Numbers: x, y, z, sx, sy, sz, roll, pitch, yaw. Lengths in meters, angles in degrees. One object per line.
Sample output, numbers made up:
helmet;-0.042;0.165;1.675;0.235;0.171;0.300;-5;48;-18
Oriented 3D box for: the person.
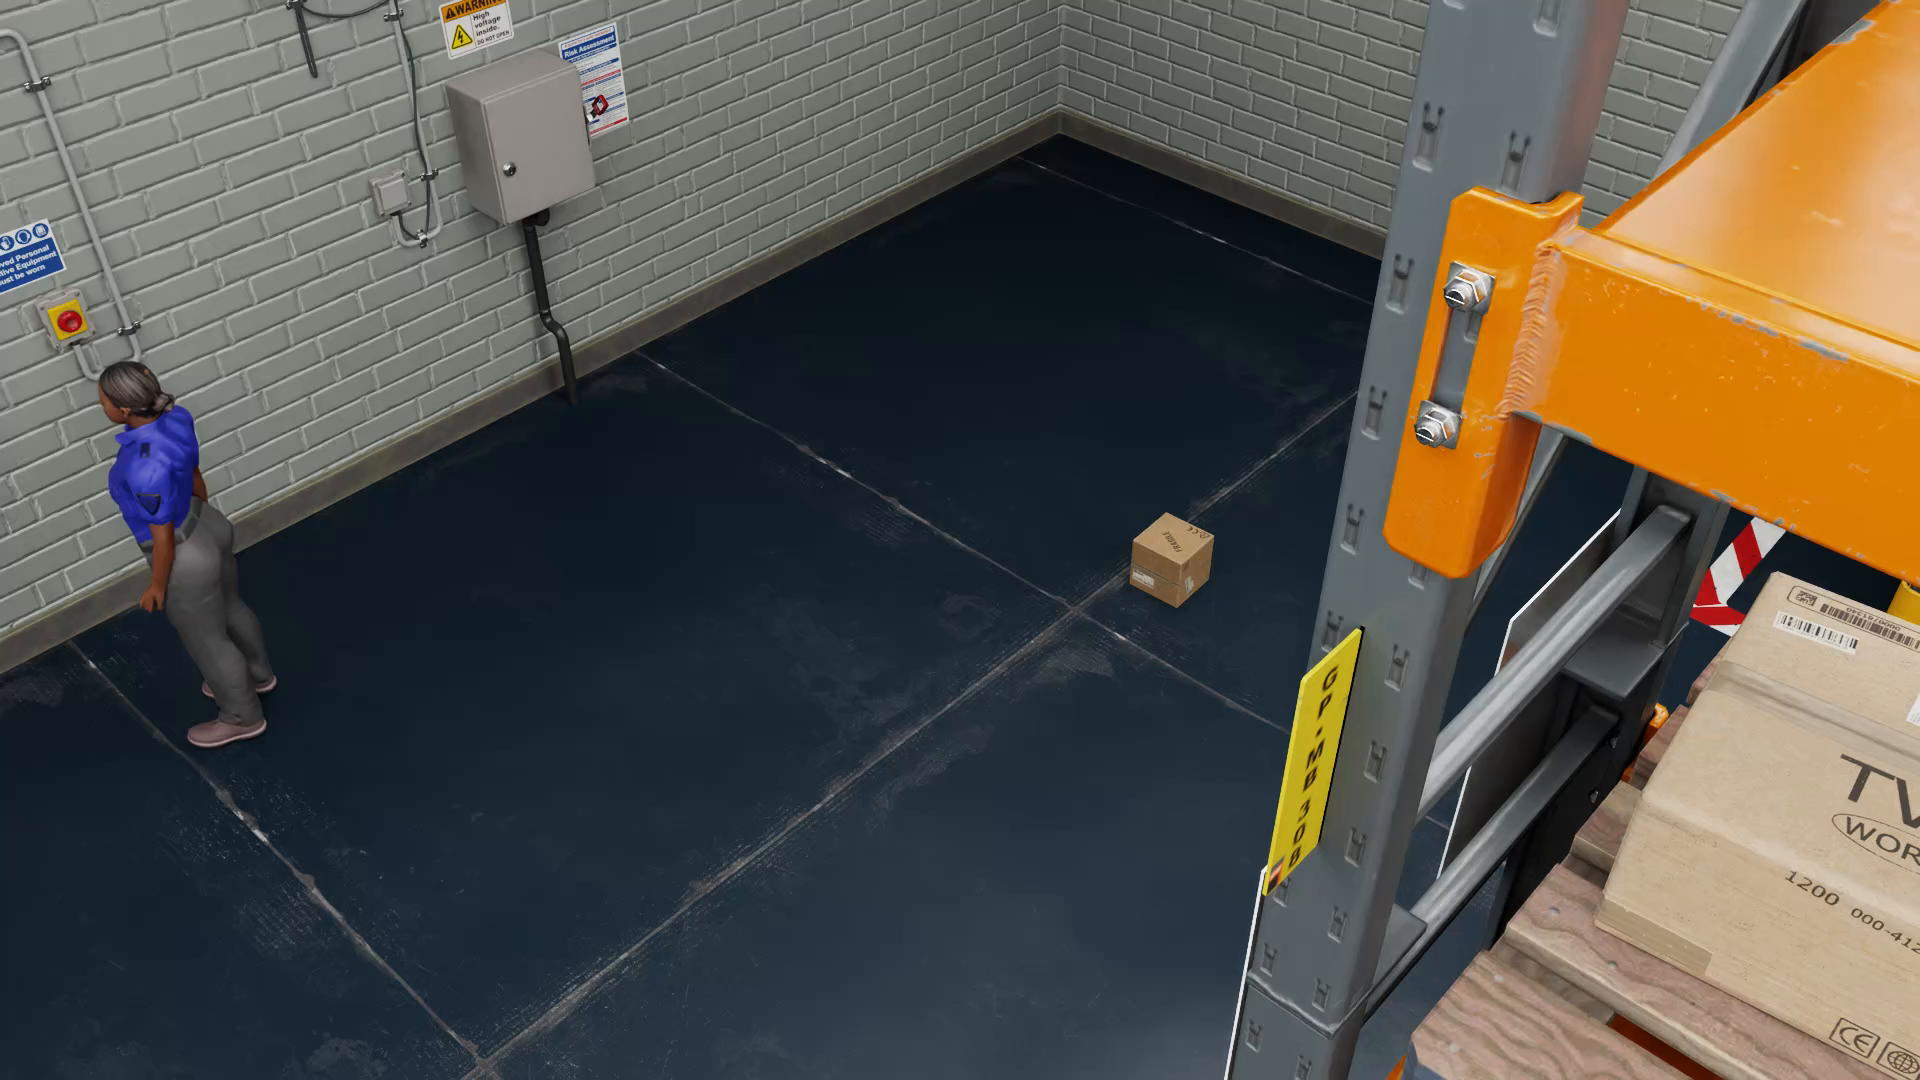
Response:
person;-2.856;0.053;6.084;0.361;1.661;0.440;-5;40;-5
